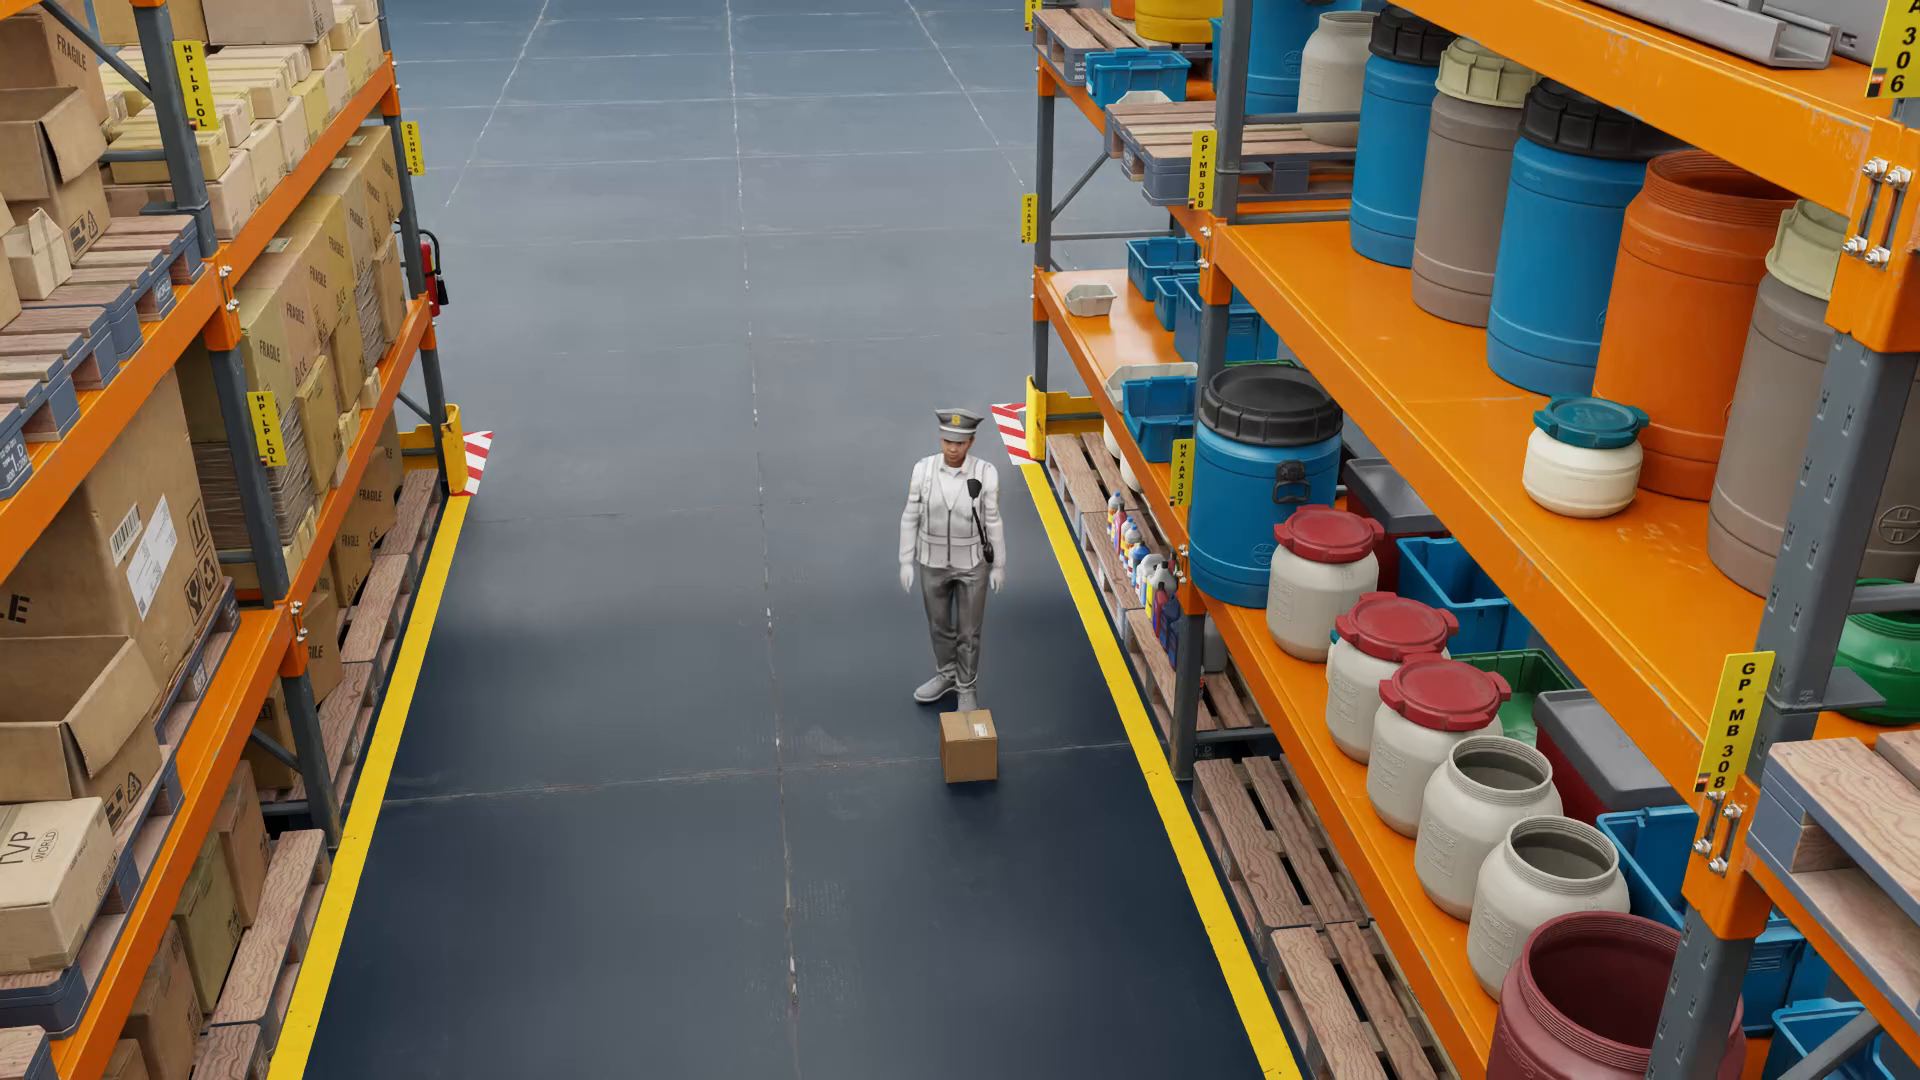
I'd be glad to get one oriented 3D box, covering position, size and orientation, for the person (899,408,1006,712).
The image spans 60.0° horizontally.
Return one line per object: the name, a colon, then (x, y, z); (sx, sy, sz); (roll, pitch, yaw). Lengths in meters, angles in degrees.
person: (-0.038, 0.108, 8.350); (0.531, 1.681, 0.387); (4, 28, 8)
